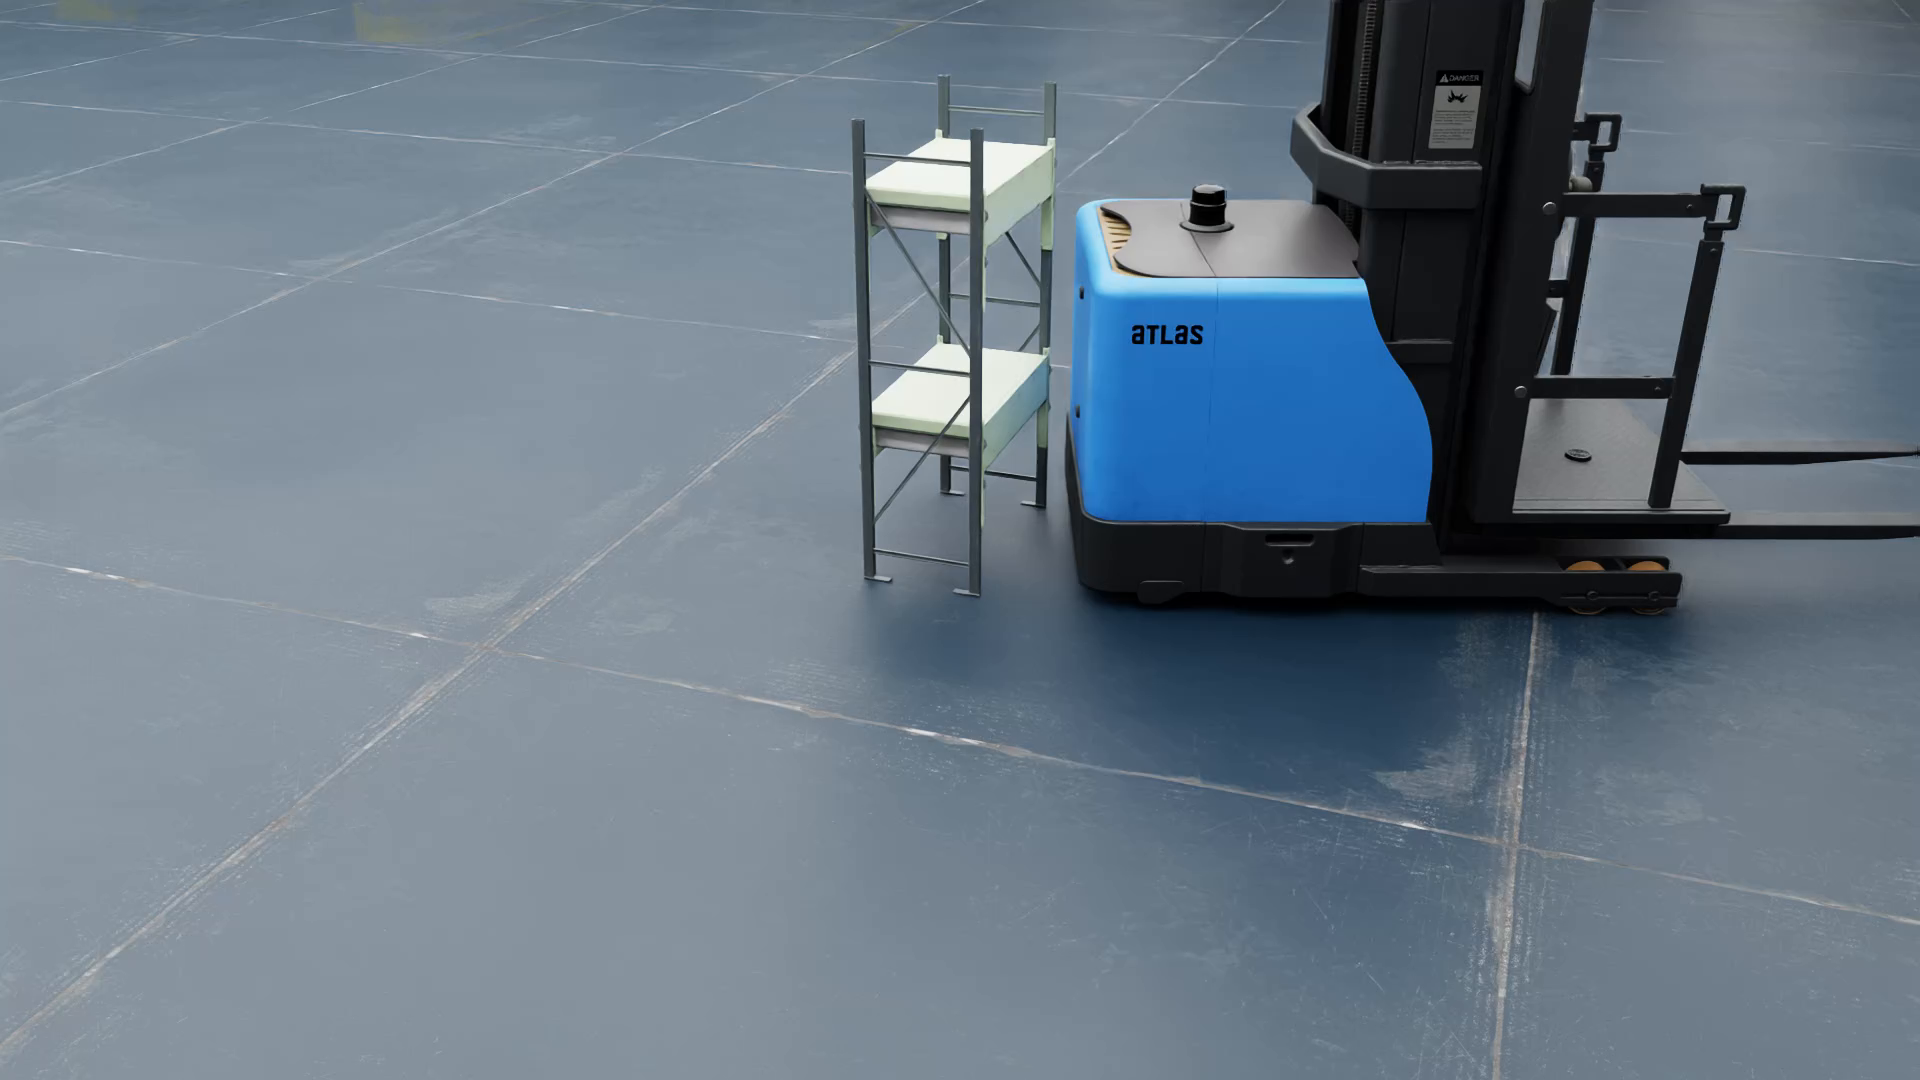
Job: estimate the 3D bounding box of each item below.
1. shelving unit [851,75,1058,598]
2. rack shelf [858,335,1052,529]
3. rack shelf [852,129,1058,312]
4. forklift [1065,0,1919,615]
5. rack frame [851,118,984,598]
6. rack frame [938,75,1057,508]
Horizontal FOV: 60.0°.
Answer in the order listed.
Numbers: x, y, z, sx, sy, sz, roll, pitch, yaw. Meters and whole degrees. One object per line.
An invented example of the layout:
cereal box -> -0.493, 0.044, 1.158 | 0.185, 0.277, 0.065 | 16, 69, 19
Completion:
shelving unit -> -0.002, -0.672, 5.417 | 0.431, 1.500, 0.755 | 9, 27, 17
rack shelf -> -0.002, -0.379, 5.560 | 0.431, 0.370, 0.720 | 9, 27, 17
rack shelf -> -0.002, -1.024, 5.247 | 0.431, 0.370, 0.720 | 9, 27, 17
forklift -> 1.897, -1.315, 5.103 | 3.031, 2.935, 1.130 | 0, 26, 0
rack frame -> -0.124, -0.522, 5.107 | 0.400, 1.500, 0.023 | 9, 27, 17
rack frame -> 0.120, -0.823, 5.728 | 0.400, 1.500, 0.023 | 9, 27, 17
